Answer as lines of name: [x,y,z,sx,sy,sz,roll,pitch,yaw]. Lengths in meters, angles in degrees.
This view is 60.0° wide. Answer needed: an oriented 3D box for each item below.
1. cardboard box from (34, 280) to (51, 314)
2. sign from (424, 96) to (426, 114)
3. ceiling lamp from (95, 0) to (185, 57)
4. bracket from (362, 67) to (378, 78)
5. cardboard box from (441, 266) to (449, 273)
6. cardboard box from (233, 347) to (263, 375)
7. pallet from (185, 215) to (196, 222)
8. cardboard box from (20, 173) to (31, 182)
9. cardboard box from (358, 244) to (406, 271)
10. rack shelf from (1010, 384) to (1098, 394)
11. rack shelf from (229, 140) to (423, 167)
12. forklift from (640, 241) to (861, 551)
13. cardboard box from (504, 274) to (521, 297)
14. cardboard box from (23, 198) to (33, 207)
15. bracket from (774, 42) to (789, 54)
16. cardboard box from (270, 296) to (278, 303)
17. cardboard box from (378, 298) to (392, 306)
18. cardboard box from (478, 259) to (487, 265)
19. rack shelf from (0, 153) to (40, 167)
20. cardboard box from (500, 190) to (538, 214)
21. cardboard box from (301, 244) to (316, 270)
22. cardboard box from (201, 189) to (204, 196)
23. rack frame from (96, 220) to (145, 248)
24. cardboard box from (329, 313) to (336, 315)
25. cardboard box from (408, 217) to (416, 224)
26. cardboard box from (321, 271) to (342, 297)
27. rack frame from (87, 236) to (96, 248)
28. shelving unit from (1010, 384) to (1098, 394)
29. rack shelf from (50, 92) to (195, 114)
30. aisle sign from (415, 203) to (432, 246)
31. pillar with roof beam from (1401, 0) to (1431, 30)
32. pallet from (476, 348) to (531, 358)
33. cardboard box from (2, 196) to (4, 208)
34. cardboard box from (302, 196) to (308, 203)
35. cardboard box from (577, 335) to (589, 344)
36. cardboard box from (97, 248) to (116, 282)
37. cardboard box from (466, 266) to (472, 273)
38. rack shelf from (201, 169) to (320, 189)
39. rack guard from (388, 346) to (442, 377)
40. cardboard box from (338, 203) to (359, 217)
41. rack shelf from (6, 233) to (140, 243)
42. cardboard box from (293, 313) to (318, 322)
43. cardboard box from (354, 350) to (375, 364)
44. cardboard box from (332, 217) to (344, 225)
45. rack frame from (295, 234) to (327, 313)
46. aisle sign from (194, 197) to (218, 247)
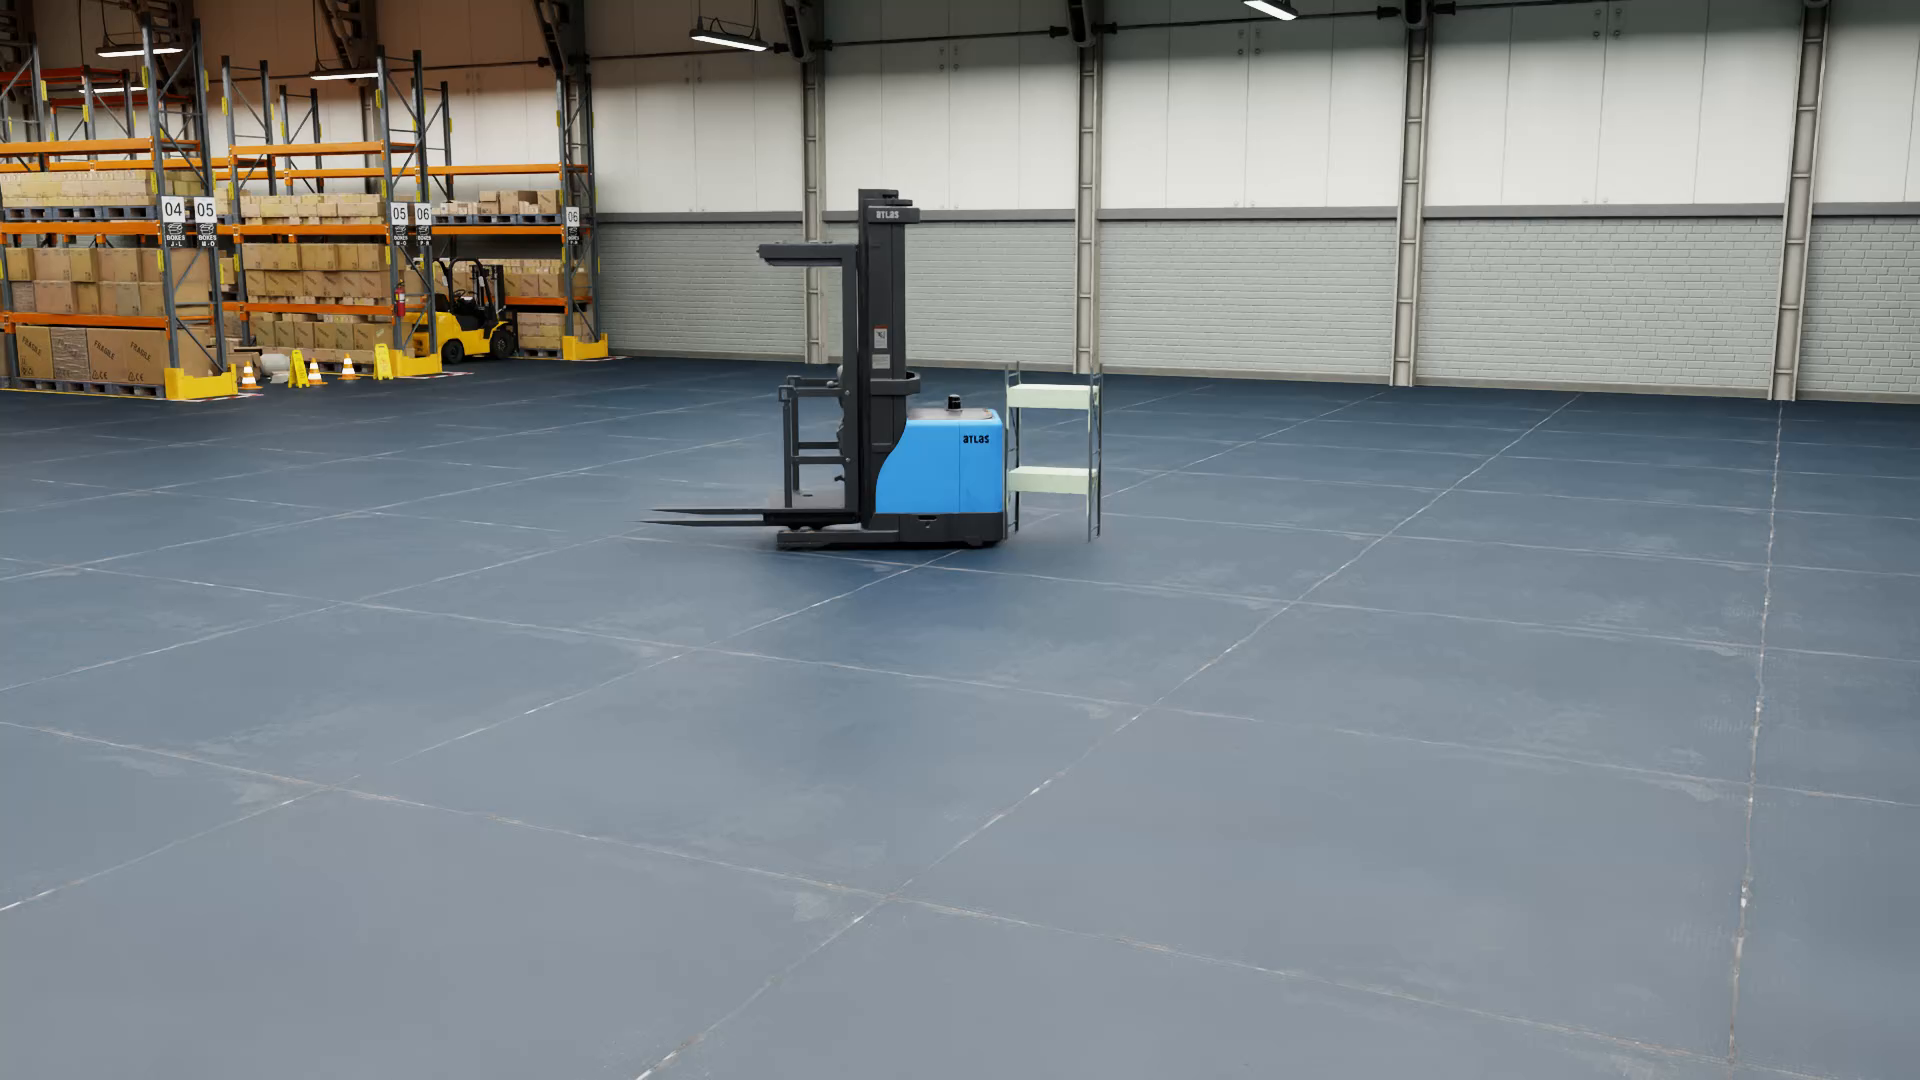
cardboard box: [-15.164,-4.150,28.315,0.550,0.550,0.875,5,11,26]
sign: [-10.076,-8.163,31.223,0.005,0.325,0.100,5,11,26]
ceiling lamp: [-14.749,-10.406,30.070,2.000,3.185,0.800,5,11,26]
bracket: [-13.515,-10.725,38.113,0.430,0.232,0.235,5,11,26]
cardboard box: [-11.308,-6.016,36.943,0.250,0.149,0.380,5,12,27]
cardboard box: [-13.545,-3.411,31.666,0.500,0.500,0.500,-4,11,-23]
pallet: [-15.342,-6.472,33.672,1.003,0.211,1.213,5,11,26]
cardboard box: [-15.371,-6.021,27.657,0.250,0.149,0.380,5,11,25]
cardboard box: [-10.871,-5.319,31.274,0.500,0.500,0.700,5,11,24]
rack shelf: [0.797,-1.270,14.097,0.686,0.052,0.368,3,11,17]
rack shelf: [-12.110,-7.380,31.770,4.000,0.370,1.077,5,11,26]
forklift: [-1.595,-1.347,14.001,2.170,2.733,1.118,0,10,-2]
cardboard box: [-9.602,-5.548,36.181,0.500,0.500,0.500,5,11,25]
cardboard box: [-15.371,-5.628,27.728,0.250,0.149,0.380,5,11,26]
bracket: [-3.498,-9.845,33.249,0.430,0.232,0.235,5,11,26]
cardboard box: [-13.262,-4.714,32.560,0.250,0.149,0.380,5,11,26]
cardboard box: [-10.747,-4.498,31.365,0.250,0.149,0.380,5,12,28]
cardboard box: [-10.366,-6.088,36.508,0.250,0.149,0.380,5,11,26]
rack shelf: [-17.797,-6.702,29.135,4.000,0.370,1.077,5,11,26]
cardboard box: [-9.503,-7.293,35.940,0.500,0.500,0.700,5,11,26]
cardboard box: [-12.211,-5.445,31.972,0.500,0.500,0.700,5,11,25]
cardboard box: [-15.405,-6.898,33.340,0.500,0.250,0.500,5,12,27]
rack frame: [-17.491,-5.257,34.852,0.127,3.000,1.000,5,11,26]
cardboard box: [-14.155,-4.986,38.847,0.625,0.625,0.875,5,12,28]
cardboard box: [-10.470,-6.057,31.555,0.250,0.149,0.380,5,11,26]
cardboard box: [-11.819,-4.901,31.770,0.500,0.500,0.500,5,11,26]
rack frame: [-22.474,-6.680,42.714,0.053,2.616,0.949,5,11,26]
shelving unit: [0.797,-1.270,14.097,0.686,0.052,0.368,3,11,17]
rack shelf: [-20.679,-10.756,41.080,4.000,0.370,1.077,5,11,26]
aisle sign: [-10.124,-5.950,31.384,0.004,0.787,0.394,5,11,26]
pillar with roof beam: [5.803,-9.392,23.975,0.548,2.987,8.718,5,11,26]
pallet: [-9.918,-4.197,36.827,1.213,0.211,1.003,5,11,26]
cardboard box: [-16.708,-5.831,28.565,0.500,0.250,0.500,5,11,26]
cardboard box: [-12.335,-6.500,31.766,0.250,0.149,0.380,5,12,27]
cardboard box: [-8.478,-4.343,36.345,0.500,0.250,0.500,5,11,26]
cardboard box: [-13.708,-4.563,27.565,0.550,0.550,0.875,5,11,26]
cardboard box: [-10.639,-5.947,36.566,0.250,0.149,0.380,5,11,25]
rack shelf: [-17.091,-8.608,39.670,4.000,0.370,1.077,5,11,26]
rack guard: [-14.838,-4.446,30.936,7.902,2.800,5.997,5,11,26]
cardboard box: [-11.339,-6.214,31.306,0.500,0.250,0.500,5,11,25]
rack shelf: [-19.284,-6.536,35.520,4.000,0.370,1.077,5,11,26]
cardboard box: [-12.704,-4.313,32.254,0.250,0.149,0.380,6,12,29]
cardboard box: [-11.182,-3.502,31.701,0.500,0.250,0.500,5,11,26]
cardboard box: [-11.663,-6.045,31.494,0.250,0.149,0.380,5,11,25]
rack frame: [-15.298,-6.050,39.234,0.127,3.000,1.000,5,11,26]
aisle sign: [-12.220,-5.149,26.959,0.004,0.787,0.394,5,11,26]
